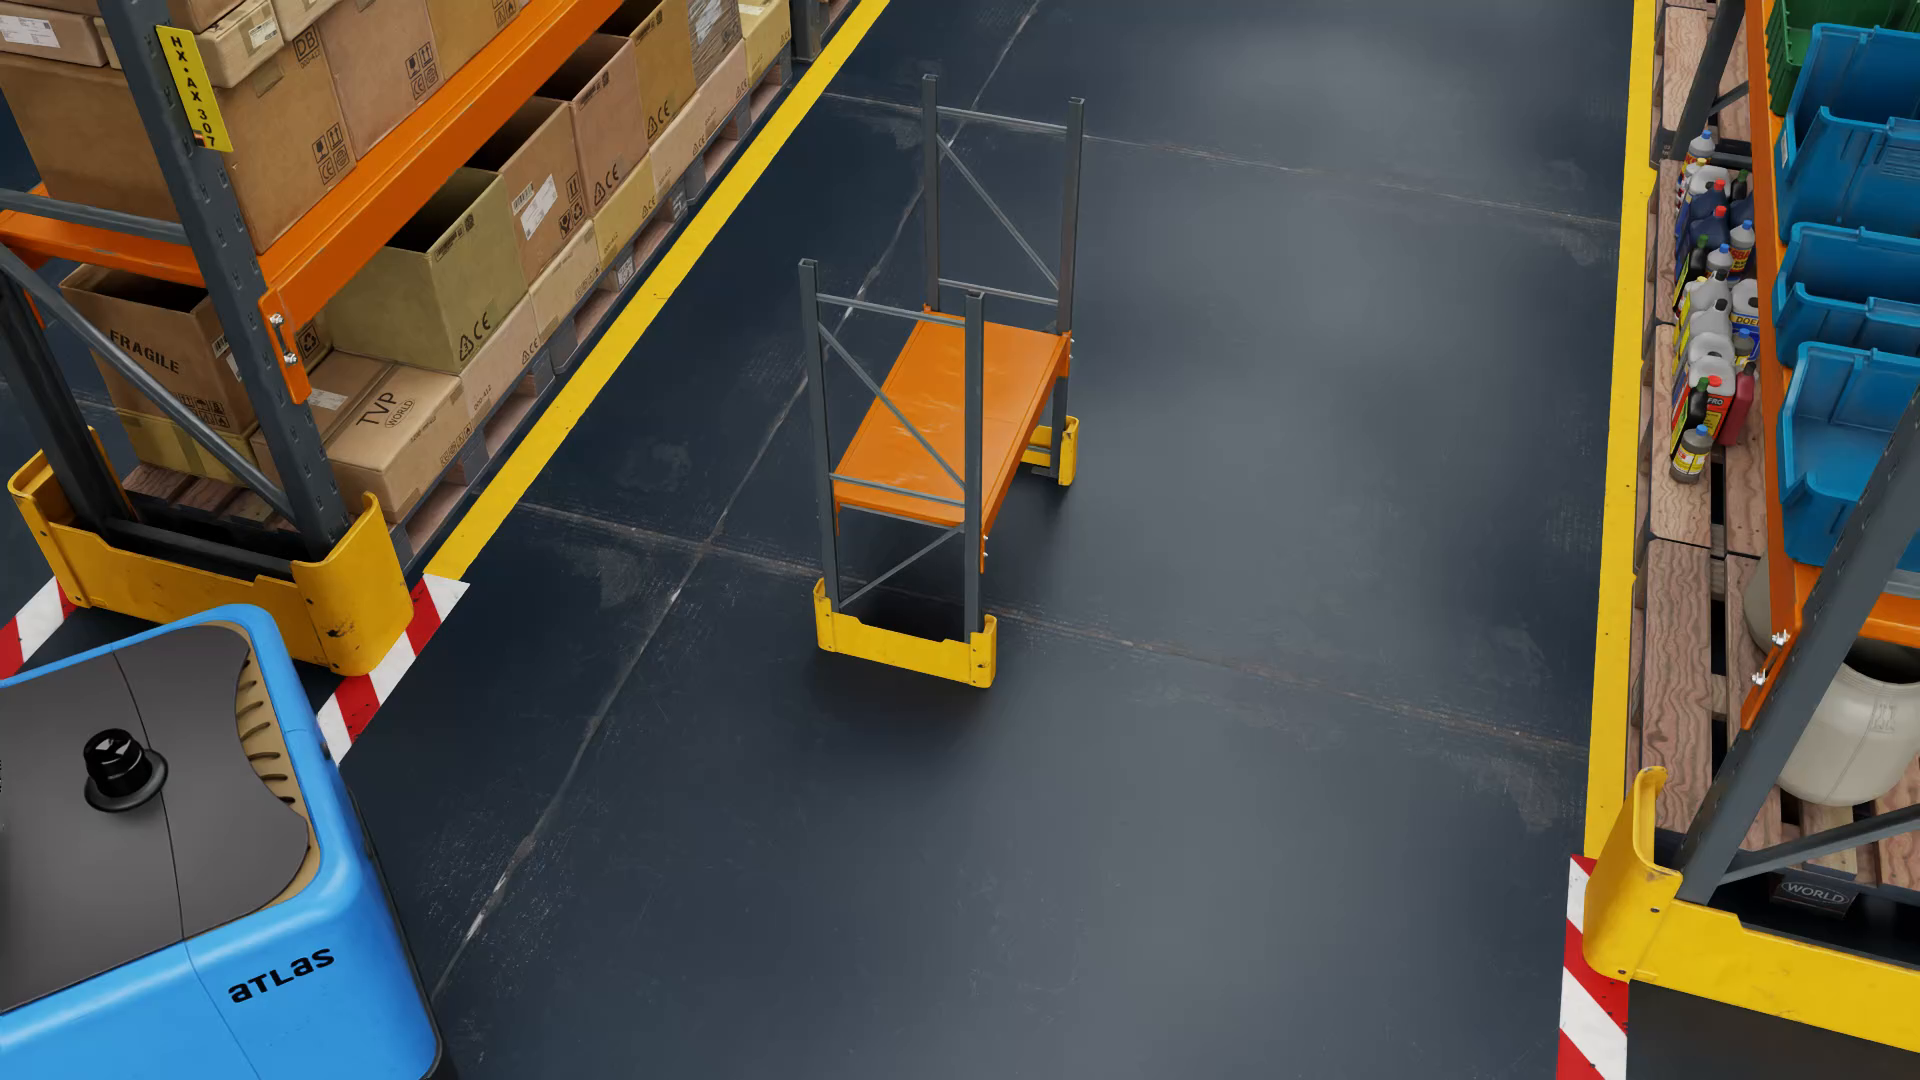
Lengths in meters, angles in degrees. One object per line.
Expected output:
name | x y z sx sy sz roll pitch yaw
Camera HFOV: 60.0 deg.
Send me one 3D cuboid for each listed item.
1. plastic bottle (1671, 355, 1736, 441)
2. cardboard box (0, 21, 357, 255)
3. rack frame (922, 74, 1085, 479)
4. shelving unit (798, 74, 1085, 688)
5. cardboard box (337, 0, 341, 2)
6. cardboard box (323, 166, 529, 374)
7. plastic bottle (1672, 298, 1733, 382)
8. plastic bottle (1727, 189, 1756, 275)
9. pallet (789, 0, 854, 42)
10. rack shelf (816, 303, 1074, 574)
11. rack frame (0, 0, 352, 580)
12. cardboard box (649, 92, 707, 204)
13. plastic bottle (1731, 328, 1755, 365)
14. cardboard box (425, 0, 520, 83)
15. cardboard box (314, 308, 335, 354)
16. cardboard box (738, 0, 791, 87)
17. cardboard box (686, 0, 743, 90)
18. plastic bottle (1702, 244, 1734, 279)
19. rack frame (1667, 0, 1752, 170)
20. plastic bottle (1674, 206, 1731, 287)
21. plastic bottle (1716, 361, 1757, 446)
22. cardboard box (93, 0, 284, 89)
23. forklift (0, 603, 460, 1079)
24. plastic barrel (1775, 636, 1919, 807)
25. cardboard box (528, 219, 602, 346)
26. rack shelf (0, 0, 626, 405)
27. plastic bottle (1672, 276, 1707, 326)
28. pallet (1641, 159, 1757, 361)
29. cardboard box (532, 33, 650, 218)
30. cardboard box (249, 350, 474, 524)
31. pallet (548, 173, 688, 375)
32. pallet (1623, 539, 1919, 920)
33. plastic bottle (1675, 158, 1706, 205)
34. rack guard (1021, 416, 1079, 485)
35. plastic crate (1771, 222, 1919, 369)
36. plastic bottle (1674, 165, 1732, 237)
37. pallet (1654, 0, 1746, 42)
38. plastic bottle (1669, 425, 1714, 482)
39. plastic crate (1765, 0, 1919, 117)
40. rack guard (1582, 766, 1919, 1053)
plastic bottle | 2.571 -0.490 5.738 0.152 0.276 0.135 13 46 13
cardboard box | -2.235 -1.222 4.783 0.700 0.500 0.500 13 46 13
rack frame | 0.128 -0.818 5.514 0.500 1.500 0.032 13 46 13
shelving unit | -0.023 -0.485 5.174 0.587 1.500 1.083 13 46 13
cardboard box | -1.911 -1.704 4.812 0.380 0.149 0.250 13 46 13
cardboard box | -1.865 -0.958 5.713 0.500 0.500 0.500 13 46 13
plastic bottle | 2.660 -0.720 5.921 0.144 0.351 0.185 14 46 14
plastic bottle | 3.040 -1.223 6.434 0.144 0.351 0.185 13 46 13
pallet | -0.992 -3.047 8.713 1.003 0.211 1.213 13 46 13
rack shelf | -0.026 -0.351 5.293 0.538 0.185 1.000 13 46 13
rack frame | -2.389 -0.878 4.503 1.000 3.000 0.127 13 46 13
cardboard box | -1.408 -1.689 6.997 0.500 0.250 0.500 13 46 13
plastic bottle | 2.788 -0.670 5.976 0.097 0.201 0.097 0 44 0
cardboard box | -1.925 -1.903 5.479 0.700 0.500 0.500 13 46 13
cardboard box | -2.368 -0.801 6.090 0.500 0.250 0.500 13 46 13
cardboard box | -1.110 -2.356 7.679 0.500 0.250 0.500 13 46 13
cardboard box | -1.272 -2.294 7.079 0.500 0.500 0.500 13 46 13
plastic bottle | 2.836 -0.993 6.256 0.097 0.271 0.097 0 44 0
rack frame | 3.542 -2.493 6.153 1.000 3.000 0.127 13 46 13
plastic bottle | 2.845 -1.127 6.337 0.144 0.351 0.185 11 45 11
plastic bottle | 2.673 -0.470 5.713 0.061 0.283 0.133 13 46 13
cardboard box | -2.065 -1.362 4.462 0.380 0.149 0.250 12 46 12
forklift | -2.798 0.644 2.996 3.031 2.935 1.130 -21 48 -20
plastic barrel | 2.457 0.458 4.616 0.421 0.512 0.421 0 44 0
cardboard box | -1.715 -1.023 6.317 0.500 0.250 0.500 13 46 13
rack shelf | -1.783 -1.954 6.117 1.077 0.370 4.000 13 46 13
plastic bottle | 2.737 -0.890 6.201 0.097 0.201 0.097 0 44 0
pallet | 3.299 -1.057 6.680 1.003 0.211 1.213 13 46 13
cardboard box | -1.558 -1.623 6.394 0.500 0.500 0.500 13 46 13
cardboard box | -2.015 -0.356 5.635 0.500 0.250 0.500 13 46 13
pallet | -1.826 -1.211 6.836 1.003 0.211 1.213 13 46 13
pallet | 2.560 0.569 5.018 1.003 0.211 1.213 13 46 13
plastic bottle | 2.997 -1.463 6.786 0.097 0.201 0.097 0 44 0
rack guard | 0.128 -0.370 5.950 0.587 0.250 0.087 13 46 13
plastic crate | 2.399 -0.602 4.327 0.499 0.251 0.408 13 46 13
plastic bottle | 2.956 -1.336 6.603 0.152 0.276 0.135 14 46 14
pallet | 4.111 -2.844 8.505 1.003 0.211 1.213 13 46 13
plastic bottle | 2.469 -0.301 5.599 0.097 0.201 0.097 0 44 0
plastic crate | 2.862 -1.572 5.363 0.450 0.188 0.662 13 46 13
rack guard | 2.309 1.006 4.364 1.175 0.500 0.348 13 46 13
